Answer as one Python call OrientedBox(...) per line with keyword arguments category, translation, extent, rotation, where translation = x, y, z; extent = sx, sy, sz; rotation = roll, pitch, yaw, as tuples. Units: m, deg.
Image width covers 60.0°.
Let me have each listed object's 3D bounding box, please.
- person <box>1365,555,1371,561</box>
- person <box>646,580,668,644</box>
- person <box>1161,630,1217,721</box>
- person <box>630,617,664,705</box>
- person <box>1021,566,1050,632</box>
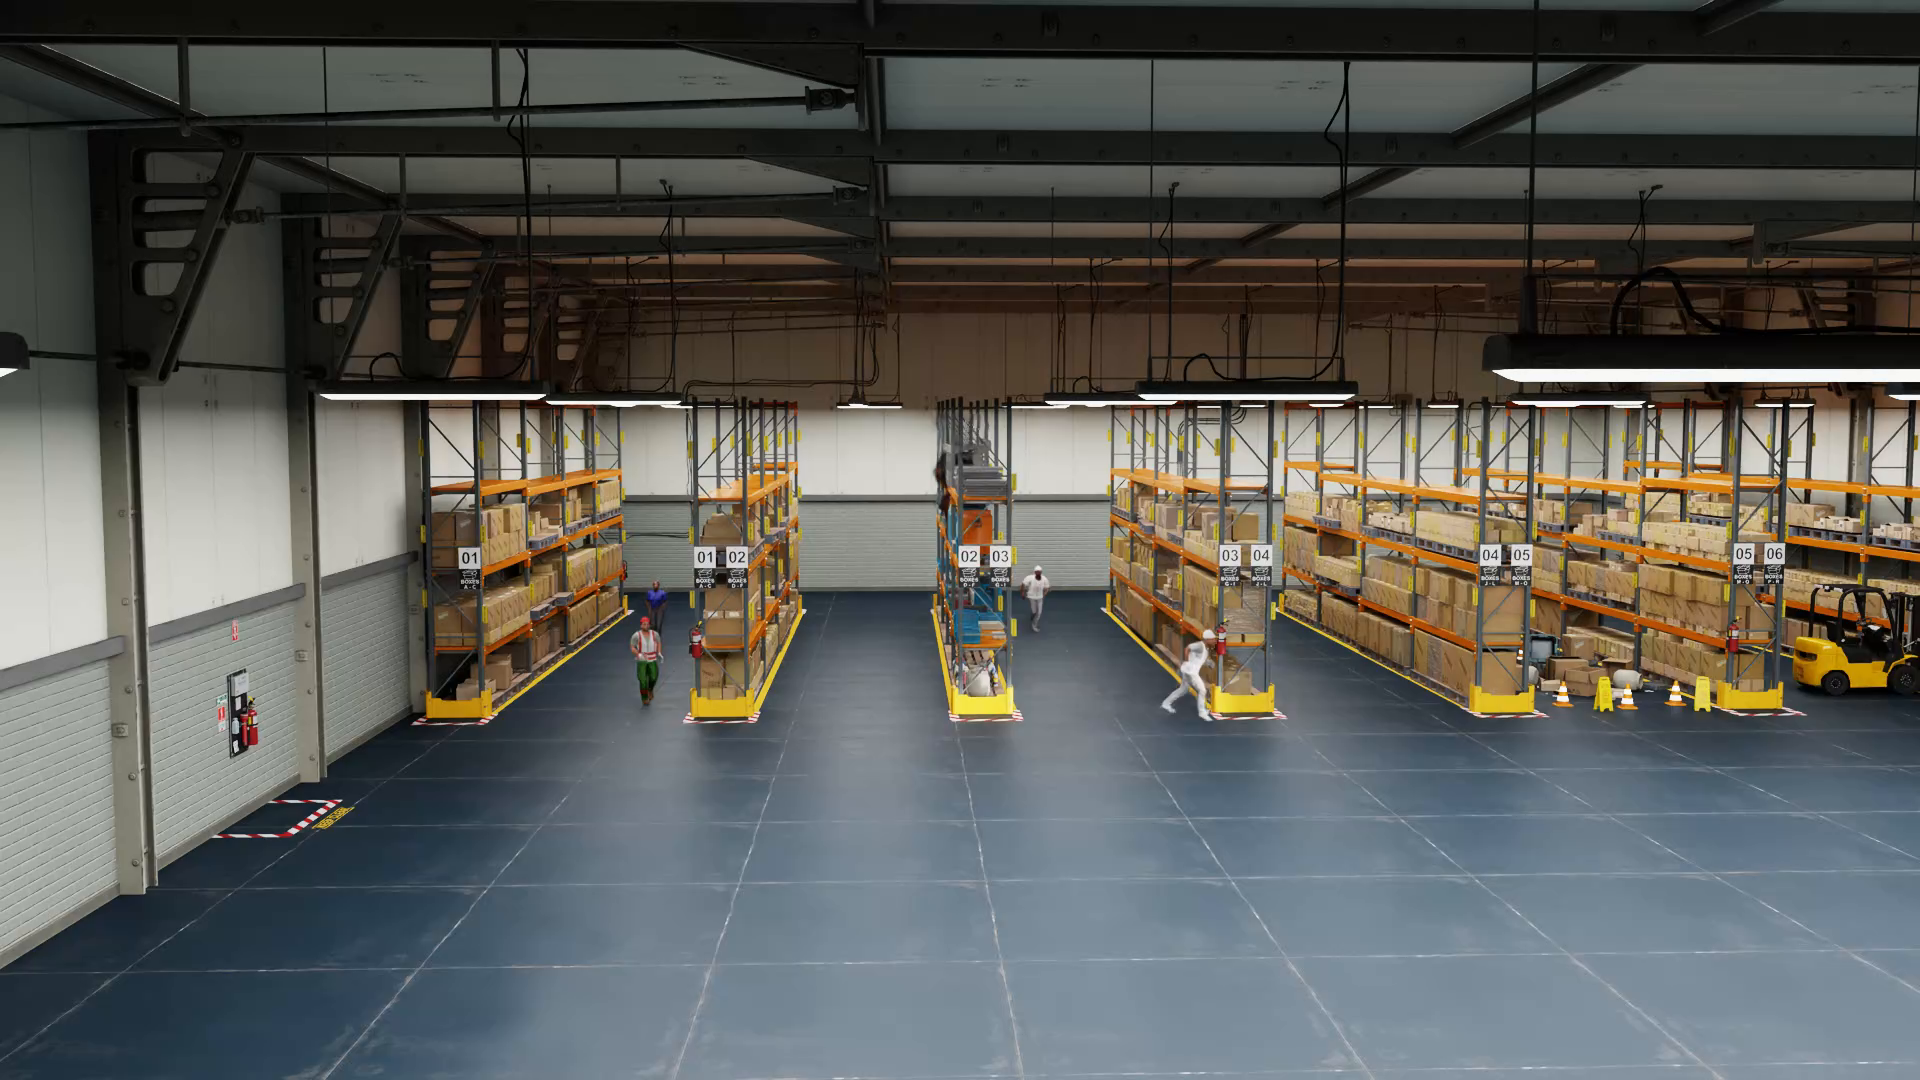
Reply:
OrientedBox(category="person", translation=(11.382, 1.279, 46.312), extent=(0.658, 1.736, 0.705), rotation=(-1, 4, -10))
OrientedBox(category="person", translation=(-7.371, 1.790, 40.424), extent=(0.561, 1.621, 0.567), rotation=(0, 4, -6))
OrientedBox(category="person", translation=(4.260, 2.516, 30.899), extent=(1.023, 1.732, 0.730), rotation=(2, 5, 23))
OrientedBox(category="person", translation=(-6.065, 2.354, 32.300), extent=(0.661, 1.734, 0.642), rotation=(-2, 5, -22))
OrientedBox(category="person", translation=(1.976, 1.529, 43.474), extent=(0.744, 1.714, 0.687), rotation=(-1, 4, -10))
